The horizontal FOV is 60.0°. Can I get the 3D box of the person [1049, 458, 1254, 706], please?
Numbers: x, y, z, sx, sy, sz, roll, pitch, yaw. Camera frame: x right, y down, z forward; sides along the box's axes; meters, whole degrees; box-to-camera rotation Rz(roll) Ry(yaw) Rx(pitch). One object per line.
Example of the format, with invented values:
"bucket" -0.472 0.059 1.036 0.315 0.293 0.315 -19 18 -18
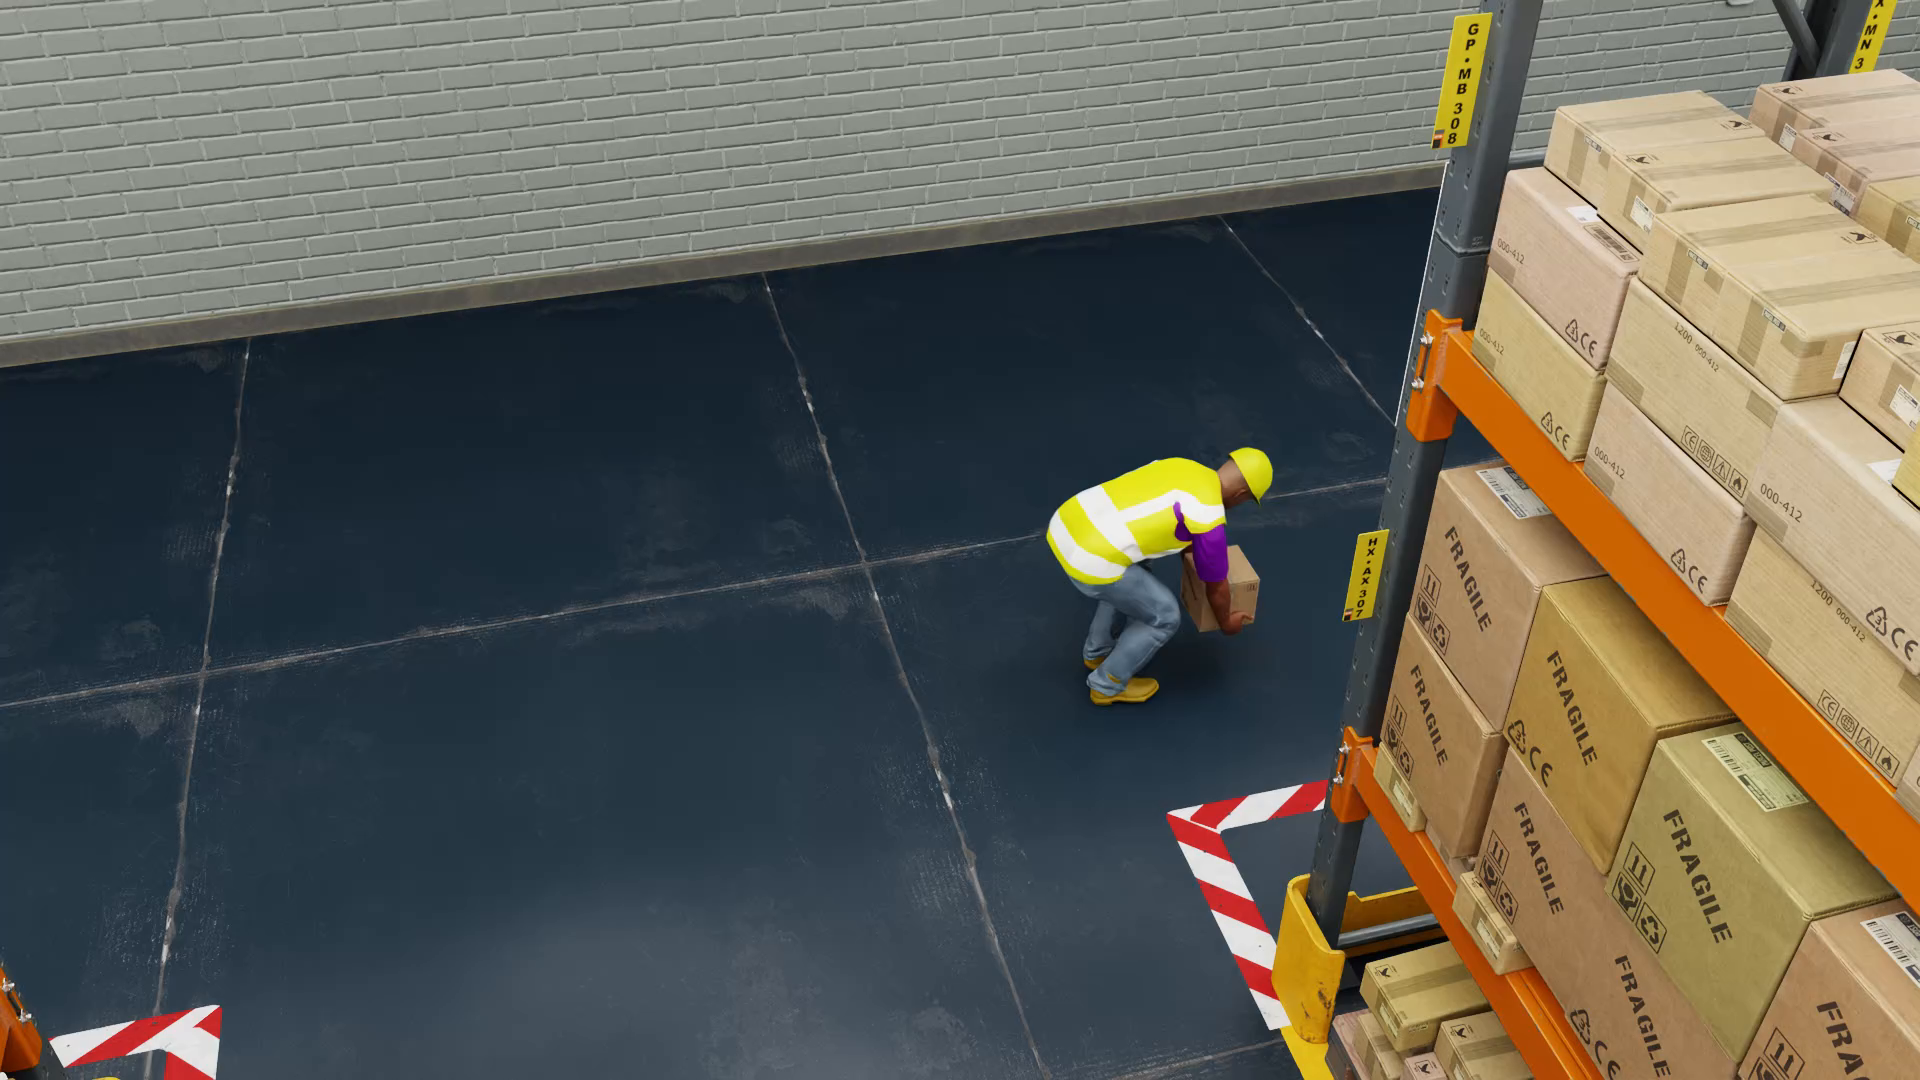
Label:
"person" 0.831 0.147 7.082 0.925 1.056 0.515 -11 39 -14
